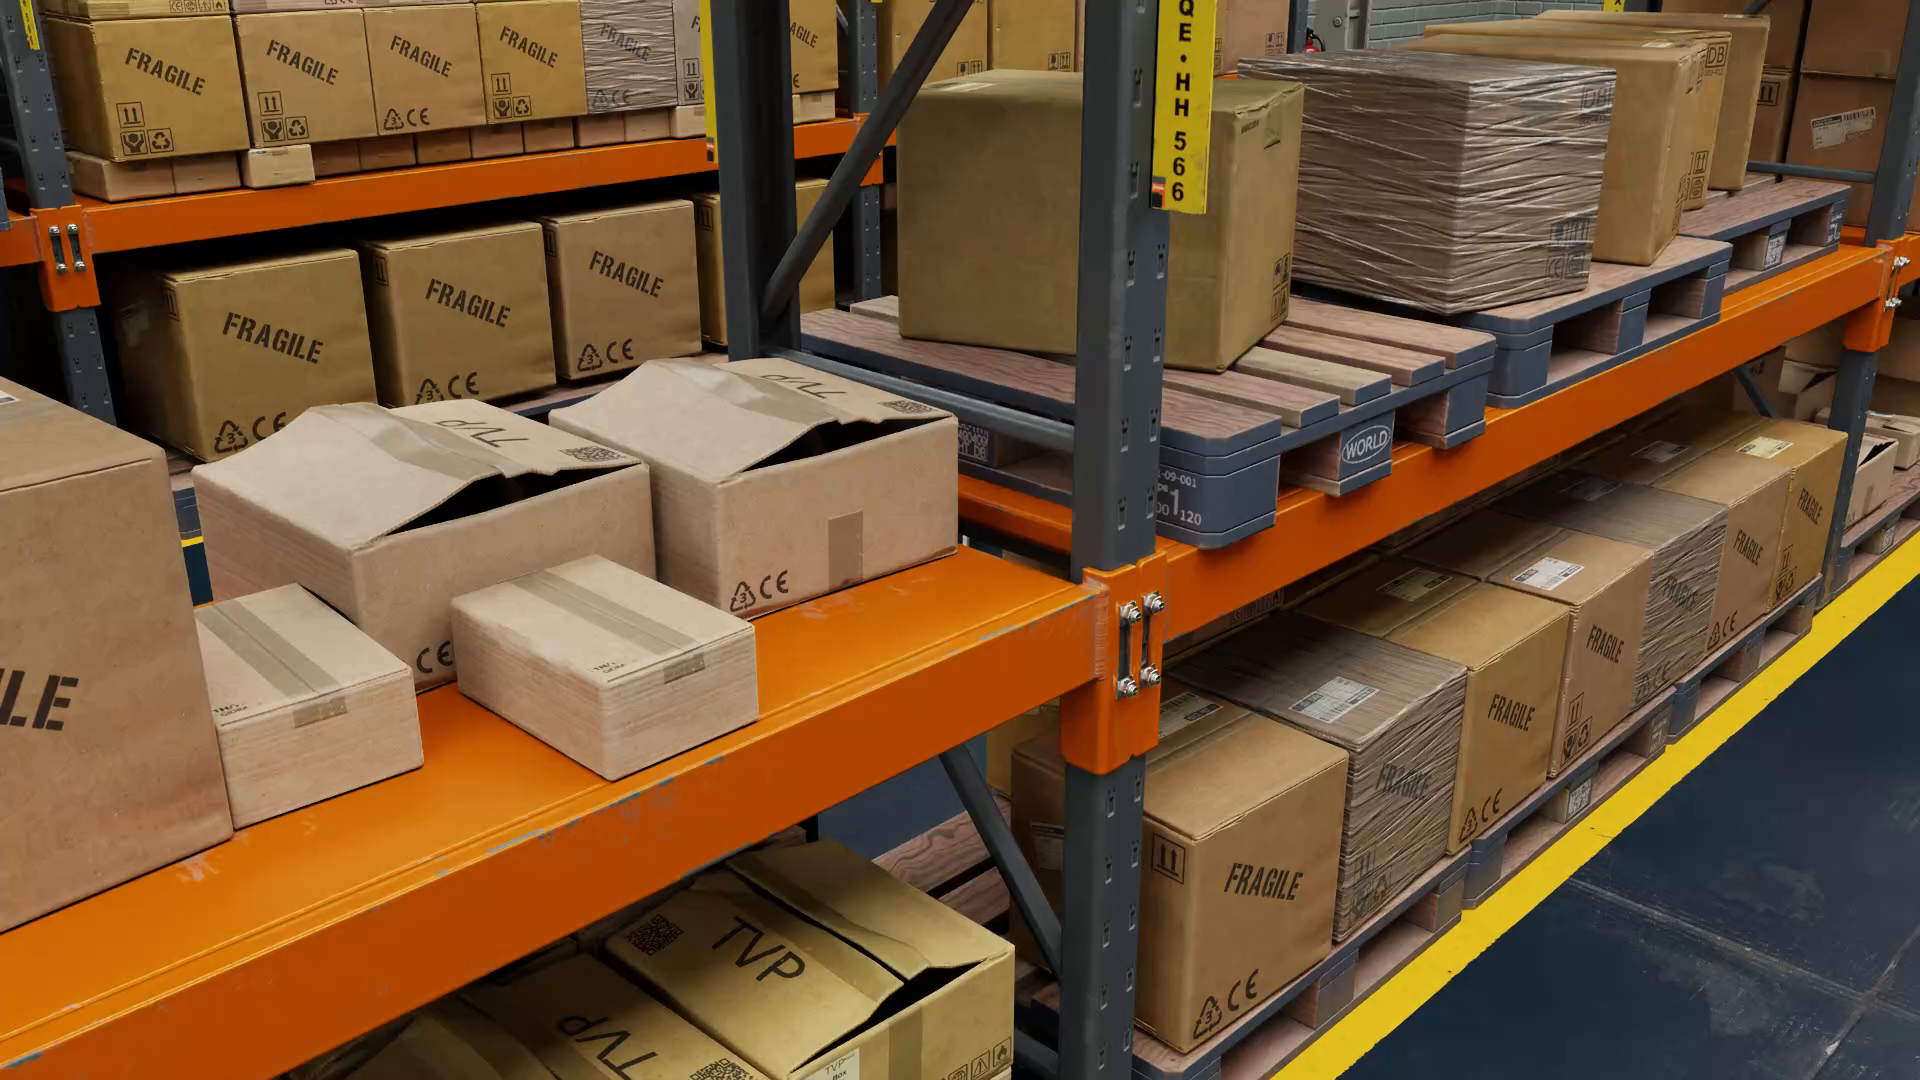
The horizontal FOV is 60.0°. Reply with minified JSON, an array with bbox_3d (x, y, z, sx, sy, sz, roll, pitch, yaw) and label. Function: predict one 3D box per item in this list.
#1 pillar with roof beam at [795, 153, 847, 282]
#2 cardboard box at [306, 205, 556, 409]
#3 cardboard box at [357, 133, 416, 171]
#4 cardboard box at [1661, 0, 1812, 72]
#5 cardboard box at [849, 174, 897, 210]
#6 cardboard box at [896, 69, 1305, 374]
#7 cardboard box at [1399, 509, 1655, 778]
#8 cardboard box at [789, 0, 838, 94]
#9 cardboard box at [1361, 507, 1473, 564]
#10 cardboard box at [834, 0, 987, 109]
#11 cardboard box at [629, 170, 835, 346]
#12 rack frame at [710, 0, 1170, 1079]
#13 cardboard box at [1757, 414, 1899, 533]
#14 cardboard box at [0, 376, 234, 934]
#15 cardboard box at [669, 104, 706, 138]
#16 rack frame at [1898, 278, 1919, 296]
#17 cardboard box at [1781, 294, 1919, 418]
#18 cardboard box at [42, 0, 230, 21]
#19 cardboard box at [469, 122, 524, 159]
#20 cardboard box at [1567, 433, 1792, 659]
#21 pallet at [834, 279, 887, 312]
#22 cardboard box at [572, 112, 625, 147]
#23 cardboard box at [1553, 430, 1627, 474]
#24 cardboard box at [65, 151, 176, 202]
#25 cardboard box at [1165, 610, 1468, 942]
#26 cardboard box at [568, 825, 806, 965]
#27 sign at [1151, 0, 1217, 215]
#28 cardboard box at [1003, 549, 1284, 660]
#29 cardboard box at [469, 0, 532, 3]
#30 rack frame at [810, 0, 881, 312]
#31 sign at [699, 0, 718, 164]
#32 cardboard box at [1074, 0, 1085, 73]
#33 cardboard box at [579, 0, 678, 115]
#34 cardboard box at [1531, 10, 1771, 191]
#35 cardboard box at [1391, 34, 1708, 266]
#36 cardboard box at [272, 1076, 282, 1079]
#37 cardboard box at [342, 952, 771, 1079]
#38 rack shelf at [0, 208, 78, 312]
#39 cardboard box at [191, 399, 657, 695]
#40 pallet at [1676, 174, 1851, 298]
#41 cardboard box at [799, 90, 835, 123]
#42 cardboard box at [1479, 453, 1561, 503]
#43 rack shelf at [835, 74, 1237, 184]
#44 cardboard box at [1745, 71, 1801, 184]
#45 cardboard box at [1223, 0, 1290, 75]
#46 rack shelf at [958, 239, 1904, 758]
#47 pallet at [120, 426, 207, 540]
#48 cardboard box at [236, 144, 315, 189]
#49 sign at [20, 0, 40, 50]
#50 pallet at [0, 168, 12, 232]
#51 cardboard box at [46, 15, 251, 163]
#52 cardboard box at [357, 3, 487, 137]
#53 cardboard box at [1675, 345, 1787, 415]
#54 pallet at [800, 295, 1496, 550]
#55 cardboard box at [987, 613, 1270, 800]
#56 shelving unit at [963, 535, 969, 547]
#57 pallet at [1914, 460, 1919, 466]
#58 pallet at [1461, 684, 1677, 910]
[{"bbox_3d":[2.125,-4.638,6.098,9.100,9.000,0.400,19,28,41],"label":"pillar with roof beam"},{"bbox_3d":[-2.396,-1.063,7.569,0.750,0.750,0.750,19,28,40],"label":"cardboard box"},{"bbox_3d":[-2.533,-1.683,7.095,0.250,0.149,0.380,-19,28,-41],"label":"cardboard box"},{"bbox_3d":[2.891,-1.988,6.032,0.500,0.500,0.500,19,28,41],"label":"cardboard box"},{"bbox_3d":[-0.477,-2.030,9.669,0.380,0.149,0.250,19,28,40],"label":"cardboard box"},{"bbox_3d":[0.292,-0.684,3.449,0.700,0.500,0.500,9,23,23],"label":"cardboard box"},{"bbox_3d":[1.530,0.265,4.574,0.500,0.500,0.500,18,27,39],"label":"cardboard box"},{"bbox_3d":[-0.970,-2.532,8.398,0.500,0.500,0.500,19,28,40],"label":"cardboard box"},{"bbox_3d":[1.140,0.141,4.897,0.500,0.500,0.500,18,27,39],"label":"cardboard box"},{"bbox_3d":[-0.438,-2.794,9.244,0.700,0.700,0.980,-20,28,-41],"label":"cardboard box"},{"bbox_3d":[-1.189,-1.511,8.737,0.750,0.750,0.750,20,28,41],"label":"cardboard box"},{"bbox_3d":[-0.067,-0.251,3.048,1.000,3.000,0.127,19,28,41],"label":"rack frame"},{"bbox_3d":[3.171,-0.284,6.266,0.500,0.311,0.500,19,28,41],"label":"cardboard box"},{"bbox_3d":[-1.226,0.137,1.897,0.500,0.500,0.500,17,27,38],"label":"cardboard box"},{"bbox_3d":[-1.376,-2.044,8.034,0.380,0.149,0.250,19,28,41],"label":"cardboard box"},{"bbox_3d":[5.514,-2.308,8.398,1.000,3.000,0.127,19,28,41],"label":"rack frame"},{"bbox_3d":[4.030,-0.804,7.352,0.797,0.503,0.637,19,28,41],"label":"cardboard box"},{"bbox_3d":[-3.097,-2.095,6.216,0.500,0.250,0.500,-19,28,-41],"label":"cardboard box"},{"bbox_3d":[-2.161,-1.806,7.415,0.380,0.149,0.250,19,28,41],"label":"cardboard box"},{"bbox_3d":[2.234,0.005,5.251,0.500,0.500,0.500,19,28,41],"label":"cardboard box"},{"bbox_3d":[-0.242,-1.393,9.904,1.003,0.211,1.213,19,28,41],"label":"pallet"},{"bbox_3d":[-1.779,-1.937,7.756,0.380,0.149,0.250,18,28,39],"label":"cardboard box"},{"bbox_3d":[1.847,-0.115,5.564,0.500,0.500,0.500,-20,28,-41],"label":"cardboard box"},{"bbox_3d":[-3.223,-1.409,6.382,0.380,0.149,0.250,19,28,40],"label":"cardboard box"},{"bbox_3d":[0.817,0.529,3.889,0.500,0.500,0.500,18,27,39],"label":"cardboard box"},{"bbox_3d":[-0.643,0.635,3.206,0.500,0.311,0.500,-19,28,-40],"label":"cardboard box"},{"bbox_3d":[0.333,-0.654,2.481,0.100,0.325,0.005,19,28,41],"label":"sign"},{"bbox_3d":[0.454,0.045,4.102,0.500,0.250,0.500,-19,28,-40],"label":"cardboard box"},{"bbox_3d":[-2.045,-2.488,7.240,0.500,0.250,0.500,19,28,40],"label":"cardboard box"},{"bbox_3d":[-0.828,-2.518,8.946,1.000,3.000,0.127,19,28,41],"label":"rack frame"},{"bbox_3d":[-0.462,-0.888,3.201,0.100,0.325,0.005,19,28,41],"label":"sign"},{"bbox_3d":[0.576,-3.170,10.222,0.980,0.700,0.700,18,27,38],"label":"cardboard box"},{"bbox_3d":[-1.675,-2.271,7.720,0.500,0.500,0.500,19,28,41],"label":"cardboard box"},{"bbox_3d":[2.233,-1.457,5.458,0.700,0.500,0.500,9,23,23],"label":"cardboard box"},{"bbox_3d":[1.535,-1.053,4.408,0.700,0.500,0.500,12,24,27],"label":"cardboard box"},{"bbox_3d":[-1.361,0.903,2.510,0.500,0.311,0.500,18,28,39],"label":"cardboard box"},{"bbox_3d":[-0.614,0.906,2.503,0.500,0.311,0.500,19,28,40],"label":"cardboard box"},{"bbox_3d":[-5.014,-0.640,5.062,1.077,0.370,4.000,19,28,41],"label":"rack shelf"},{"bbox_3d":[-0.830,-0.028,2.592,0.500,0.311,0.500,19,28,40],"label":"cardboard box"},{"bbox_3d":[2.088,-1.012,5.294,1.003,0.211,1.213,19,28,41],"label":"pallet"},{"bbox_3d":[-0.861,-2.253,8.577,0.380,0.149,0.250,20,28,41],"label":"cardboard box"},{"bbox_3d":[1.514,-0.348,5.124,0.500,0.250,0.500,19,28,41],"label":"cardboard box"},{"bbox_3d":[0.567,-2.697,10.413,1.077,0.370,4.000,19,28,41],"label":"rack shelf"},{"bbox_3d":[2.888,-1.519,6.206,0.500,0.500,0.500,-20,28,-41],"label":"cardboard box"},{"bbox_3d":[1.614,-3.553,11.220,0.700,0.700,0.980,-19,28,-40],"label":"cardboard box"},{"bbox_3d":[1.328,-0.430,4.514,1.077,0.370,4.000,19,28,41],"label":"rack shelf"},{"bbox_3d":[-3.015,-0.372,7.249,1.003,0.211,1.213,19,28,41],"label":"pallet"},{"bbox_3d":[-2.795,-1.519,6.667,0.250,0.149,0.380,-19,28,-40],"label":"cardboard box"},{"bbox_3d":[-3.223,-1.860,5.730,0.100,0.325,0.005,19,28,41],"label":"sign"},{"bbox_3d":[-4.040,-1.191,5.759,1.213,0.211,1.003,19,28,41],"label":"pallet"},{"bbox_3d":[-3.096,-1.746,6.354,0.500,0.500,0.500,-19,28,-40],"label":"cardboard box"},{"bbox_3d":[-2.378,-2.006,7.030,0.500,0.500,0.500,19,28,40],"label":"cardboard box"},{"bbox_3d":[2.918,-0.536,6.658,0.500,0.500,0.500,19,28,41],"label":"cardboard box"},{"bbox_3d":[0.356,-0.354,3.581,1.213,0.211,1.003,19,28,41],"label":"pallet"},{"bbox_3d":[0.417,0.411,4.196,0.500,0.500,0.500,-19,28,-40],"label":"cardboard box"},{"bbox_3d":[0.115,-0.603,6.470,0.258,1.200,0.503,19,28,41],"label":"shelving unit"},{"bbox_3d":[4.054,-0.469,7.502,1.003,0.211,1.213,19,28,41],"label":"pallet"},{"bbox_3d":[1.332,0.556,4.835,1.003,0.211,1.213,19,28,41],"label":"pallet"}]
